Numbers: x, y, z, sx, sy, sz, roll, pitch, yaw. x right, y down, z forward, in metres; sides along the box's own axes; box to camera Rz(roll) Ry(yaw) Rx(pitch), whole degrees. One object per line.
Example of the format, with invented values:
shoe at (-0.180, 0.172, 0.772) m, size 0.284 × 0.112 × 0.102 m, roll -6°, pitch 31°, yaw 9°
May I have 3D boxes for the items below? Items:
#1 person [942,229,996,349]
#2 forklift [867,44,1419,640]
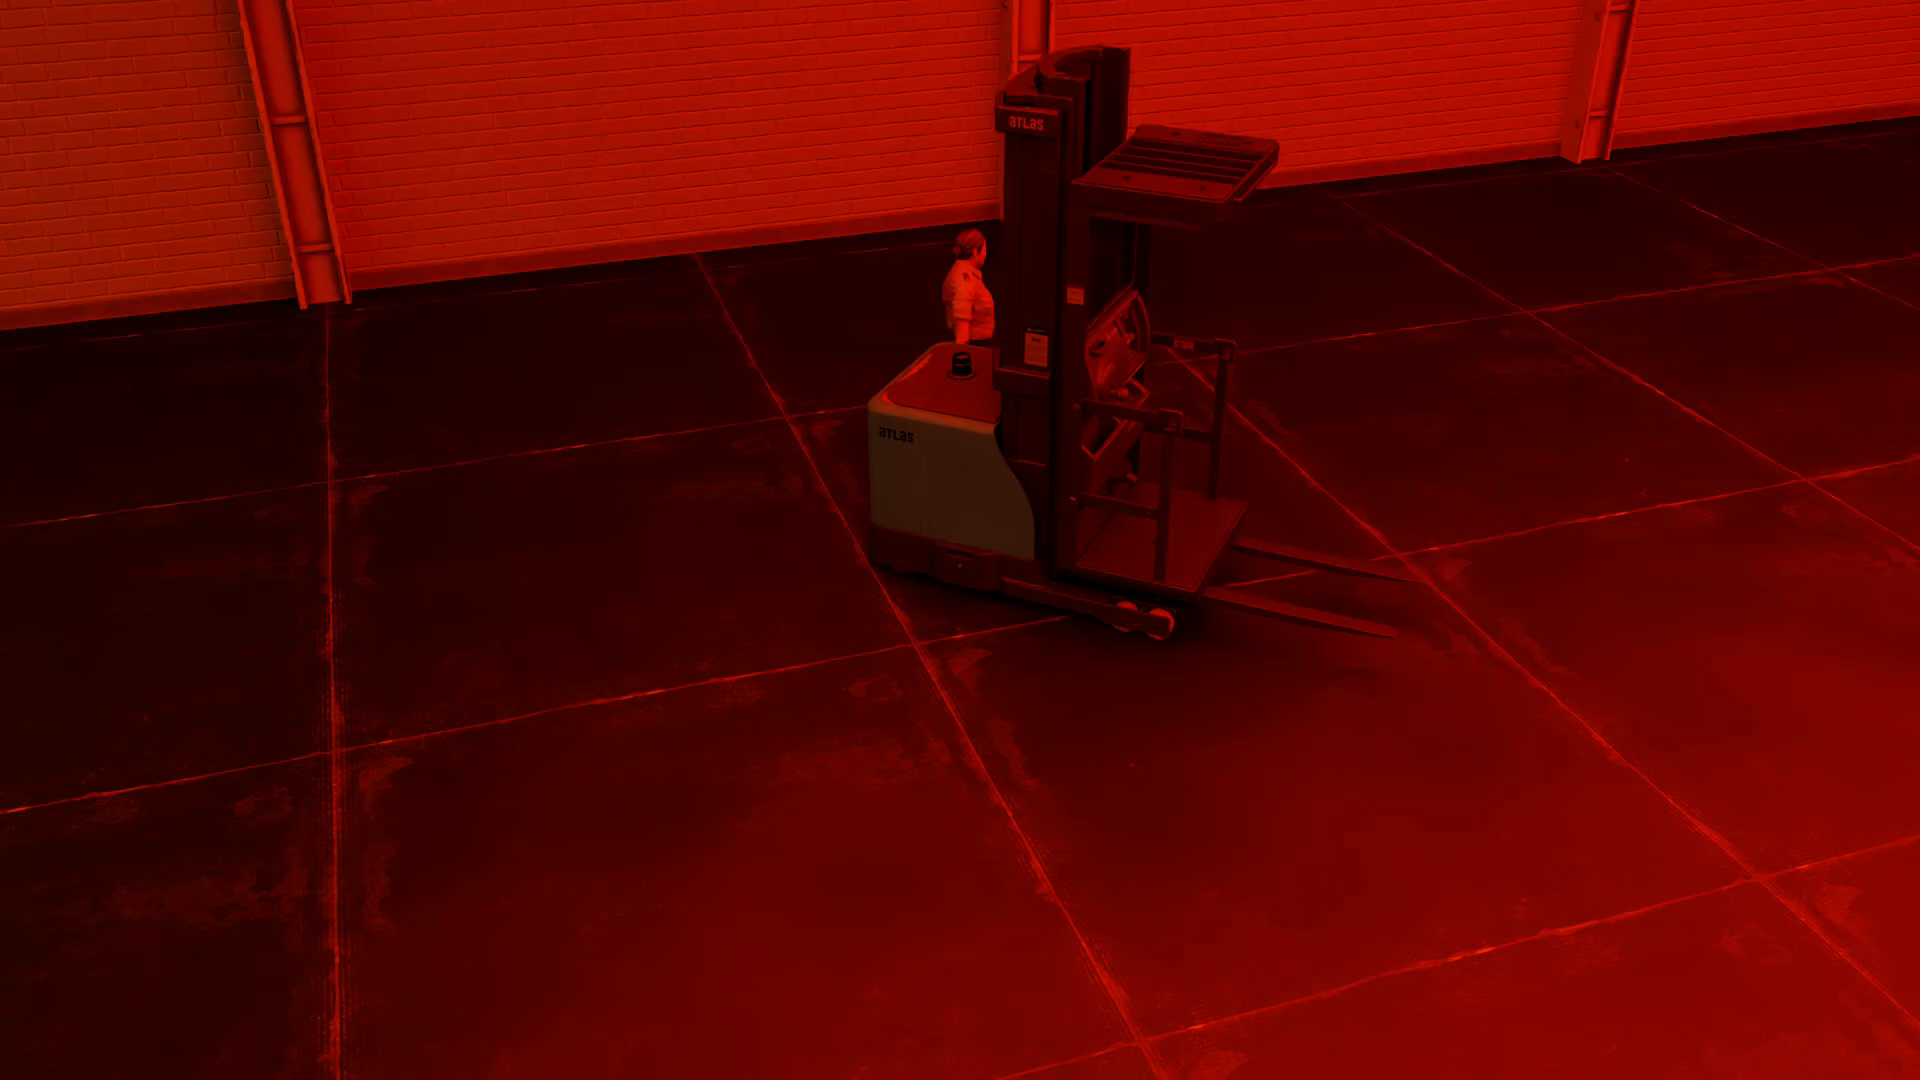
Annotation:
person at (-0.010, -1.156, 10.472) m, size 0.481 × 1.584 × 0.816 m, roll -3°, pitch 30°, yaw -5°
forklift at (1.030, -1.028, 8.874) m, size 3.031 × 2.935 × 1.130 m, roll 12°, pitch 32°, yaw 21°
